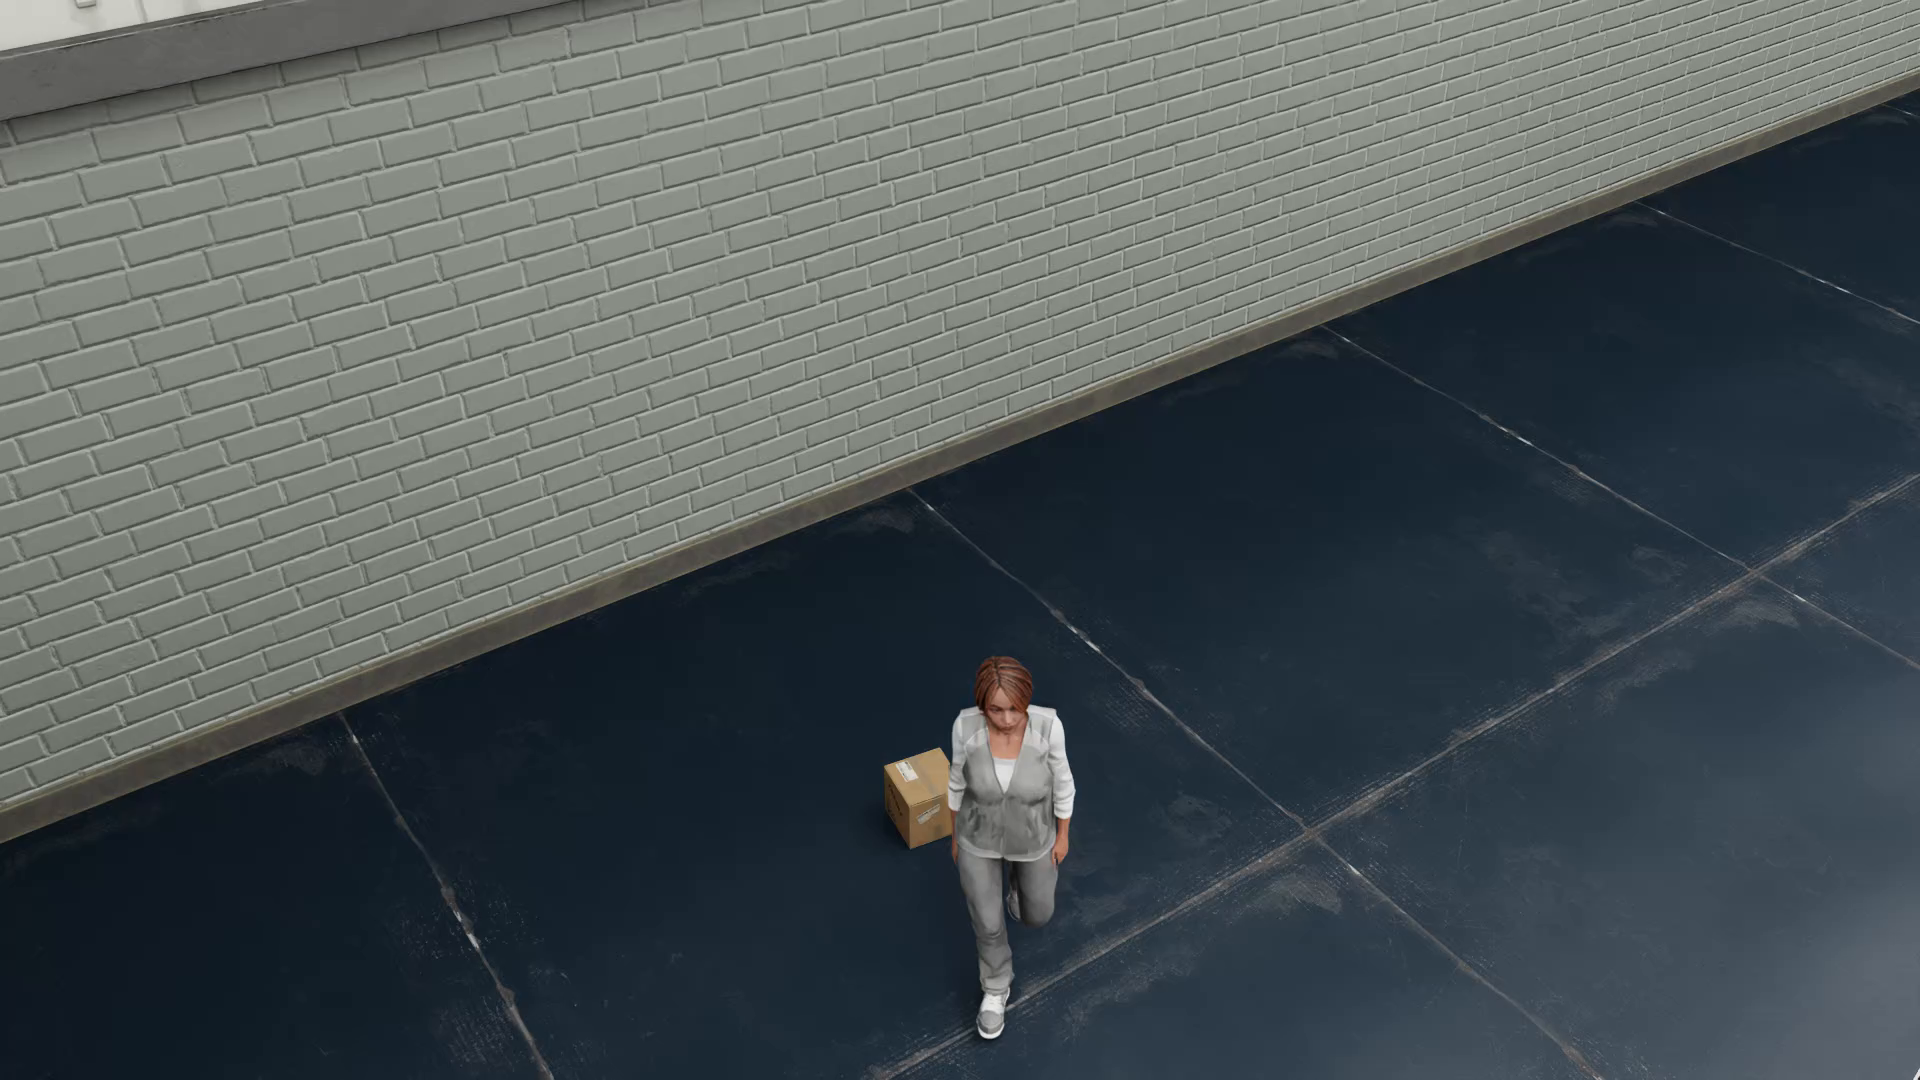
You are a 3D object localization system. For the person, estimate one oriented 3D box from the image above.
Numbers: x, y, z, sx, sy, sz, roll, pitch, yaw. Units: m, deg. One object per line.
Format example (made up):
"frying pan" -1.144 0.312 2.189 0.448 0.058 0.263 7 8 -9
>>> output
"person" 0.174 1.012 5.780 0.425 1.275 0.532 1 37 2
